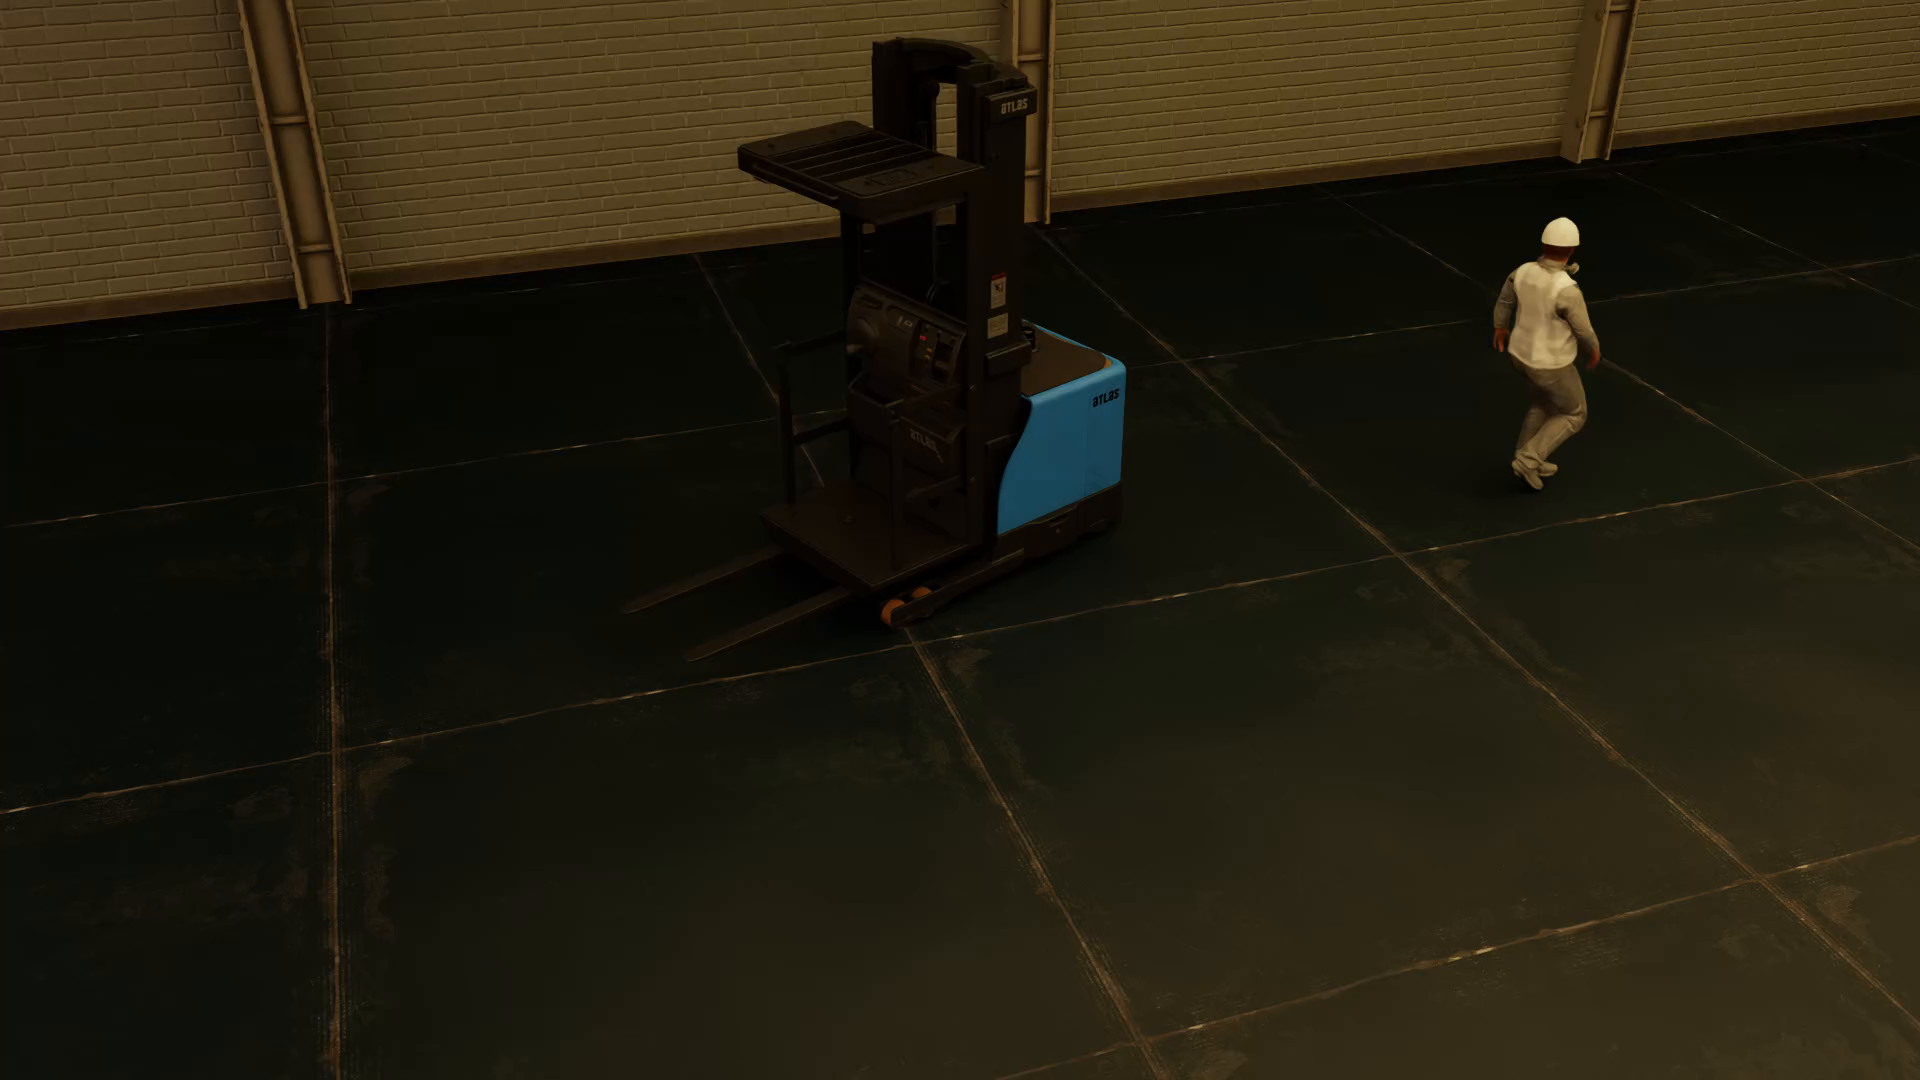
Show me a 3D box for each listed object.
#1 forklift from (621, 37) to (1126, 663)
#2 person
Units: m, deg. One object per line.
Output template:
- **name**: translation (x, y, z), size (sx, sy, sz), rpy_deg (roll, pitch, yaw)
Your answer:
- **forklift**: translation (-0.461, -1.072, 8.951), size (3.031, 2.935, 1.130), rpy_deg (-23, 37, -34)
- **person**: translation (3.639, -1.173, 10.334), size (0.496, 1.732, 0.739), rpy_deg (-8, 31, -14)
